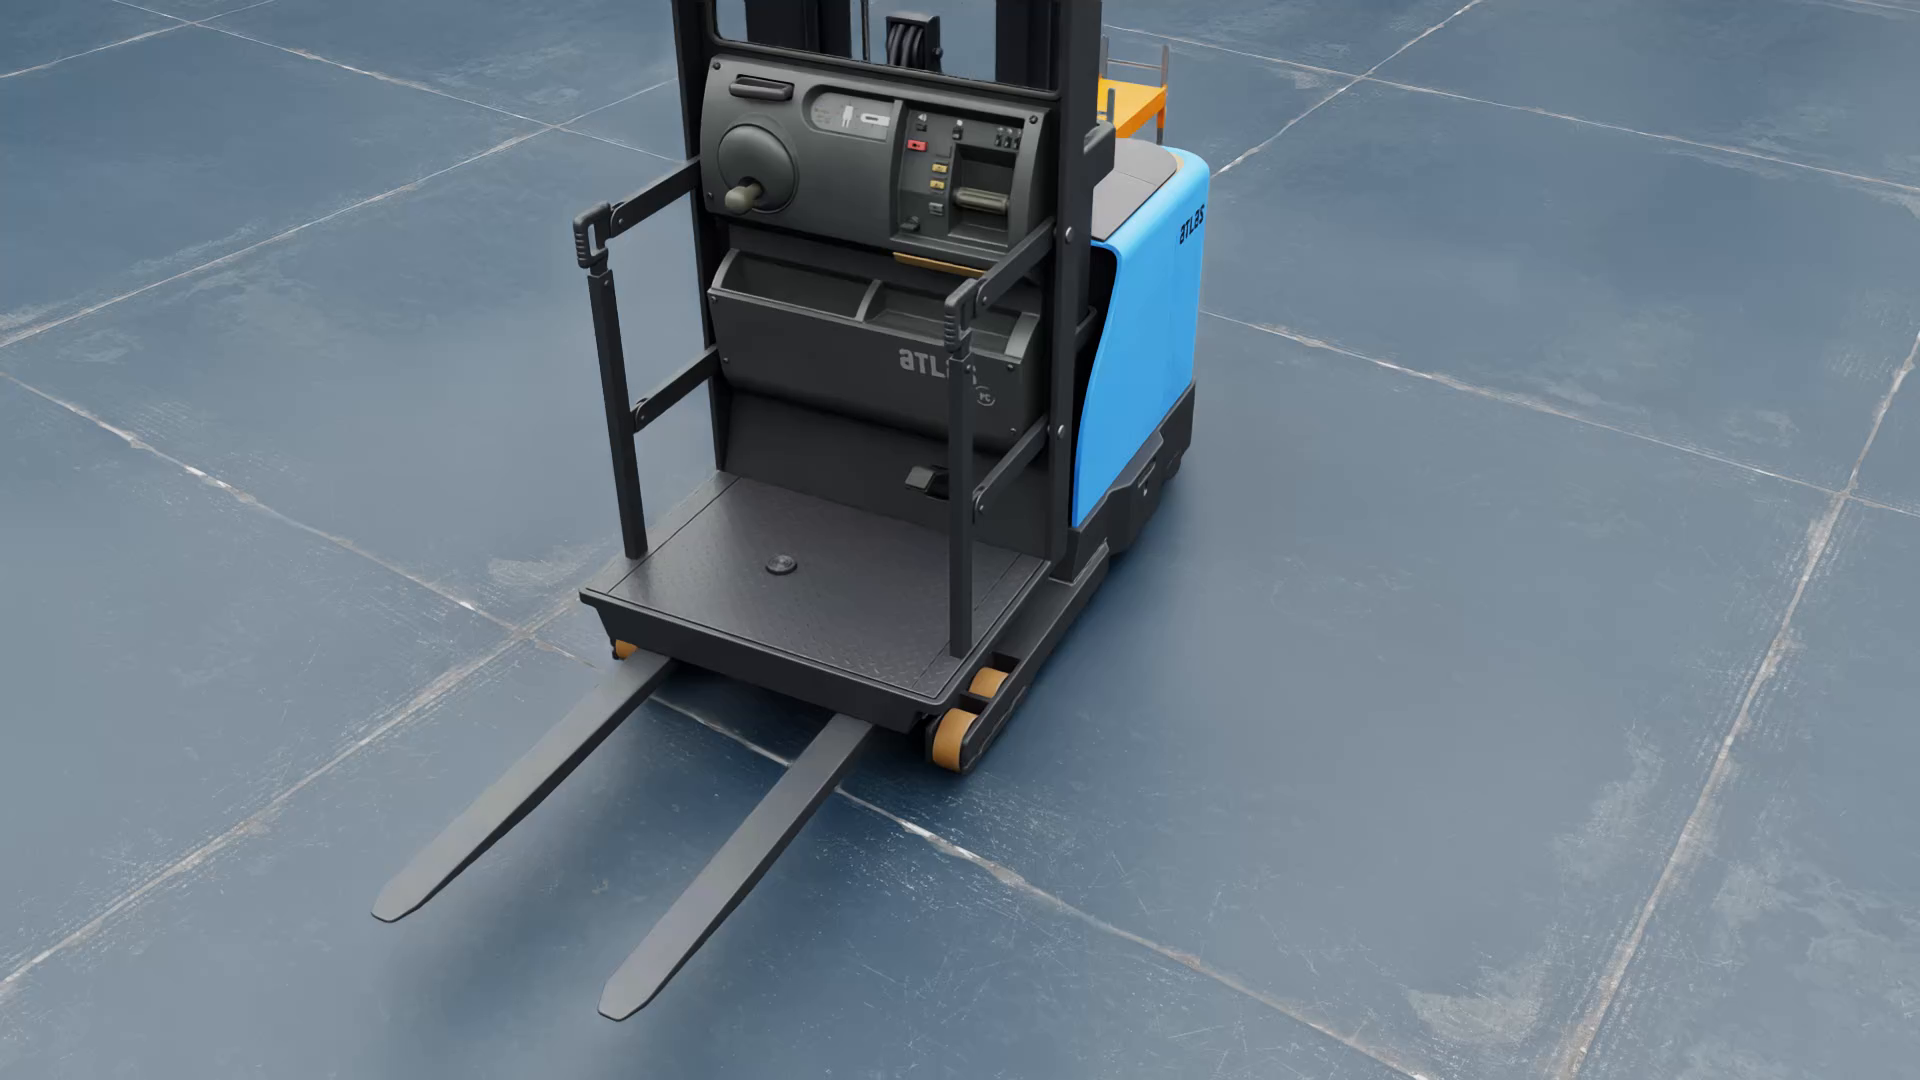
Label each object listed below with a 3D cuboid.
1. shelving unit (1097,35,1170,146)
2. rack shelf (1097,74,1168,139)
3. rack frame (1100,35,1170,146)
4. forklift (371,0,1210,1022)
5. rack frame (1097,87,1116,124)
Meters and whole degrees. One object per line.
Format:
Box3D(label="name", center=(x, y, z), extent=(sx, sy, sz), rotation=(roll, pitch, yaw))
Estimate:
Box3D(label="shelving unit", center=(0.483, -1.061, 5.747), extent=(0.258, 1.200, 0.503), rotation=(15, 37, 22))
Box3D(label="rack shelf", center=(0.483, -1.387, 5.528), extent=(0.258, 0.148, 0.480), rotation=(15, 37, 22))
Box3D(label="rack frame", center=(0.591, -1.183, 5.929), extent=(0.240, 1.200, 0.015), rotation=(15, 37, 22))
Box3D(label="forklift", center=(-0.325, -0.889, 3.949), extent=(1.130, 2.935, 3.031), rotation=(15, 37, 21))
Box3D(label="rack frame", center=(0.375, -0.939, 5.566), extent=(0.240, 1.200, 0.015), rotation=(15, 37, 22))
